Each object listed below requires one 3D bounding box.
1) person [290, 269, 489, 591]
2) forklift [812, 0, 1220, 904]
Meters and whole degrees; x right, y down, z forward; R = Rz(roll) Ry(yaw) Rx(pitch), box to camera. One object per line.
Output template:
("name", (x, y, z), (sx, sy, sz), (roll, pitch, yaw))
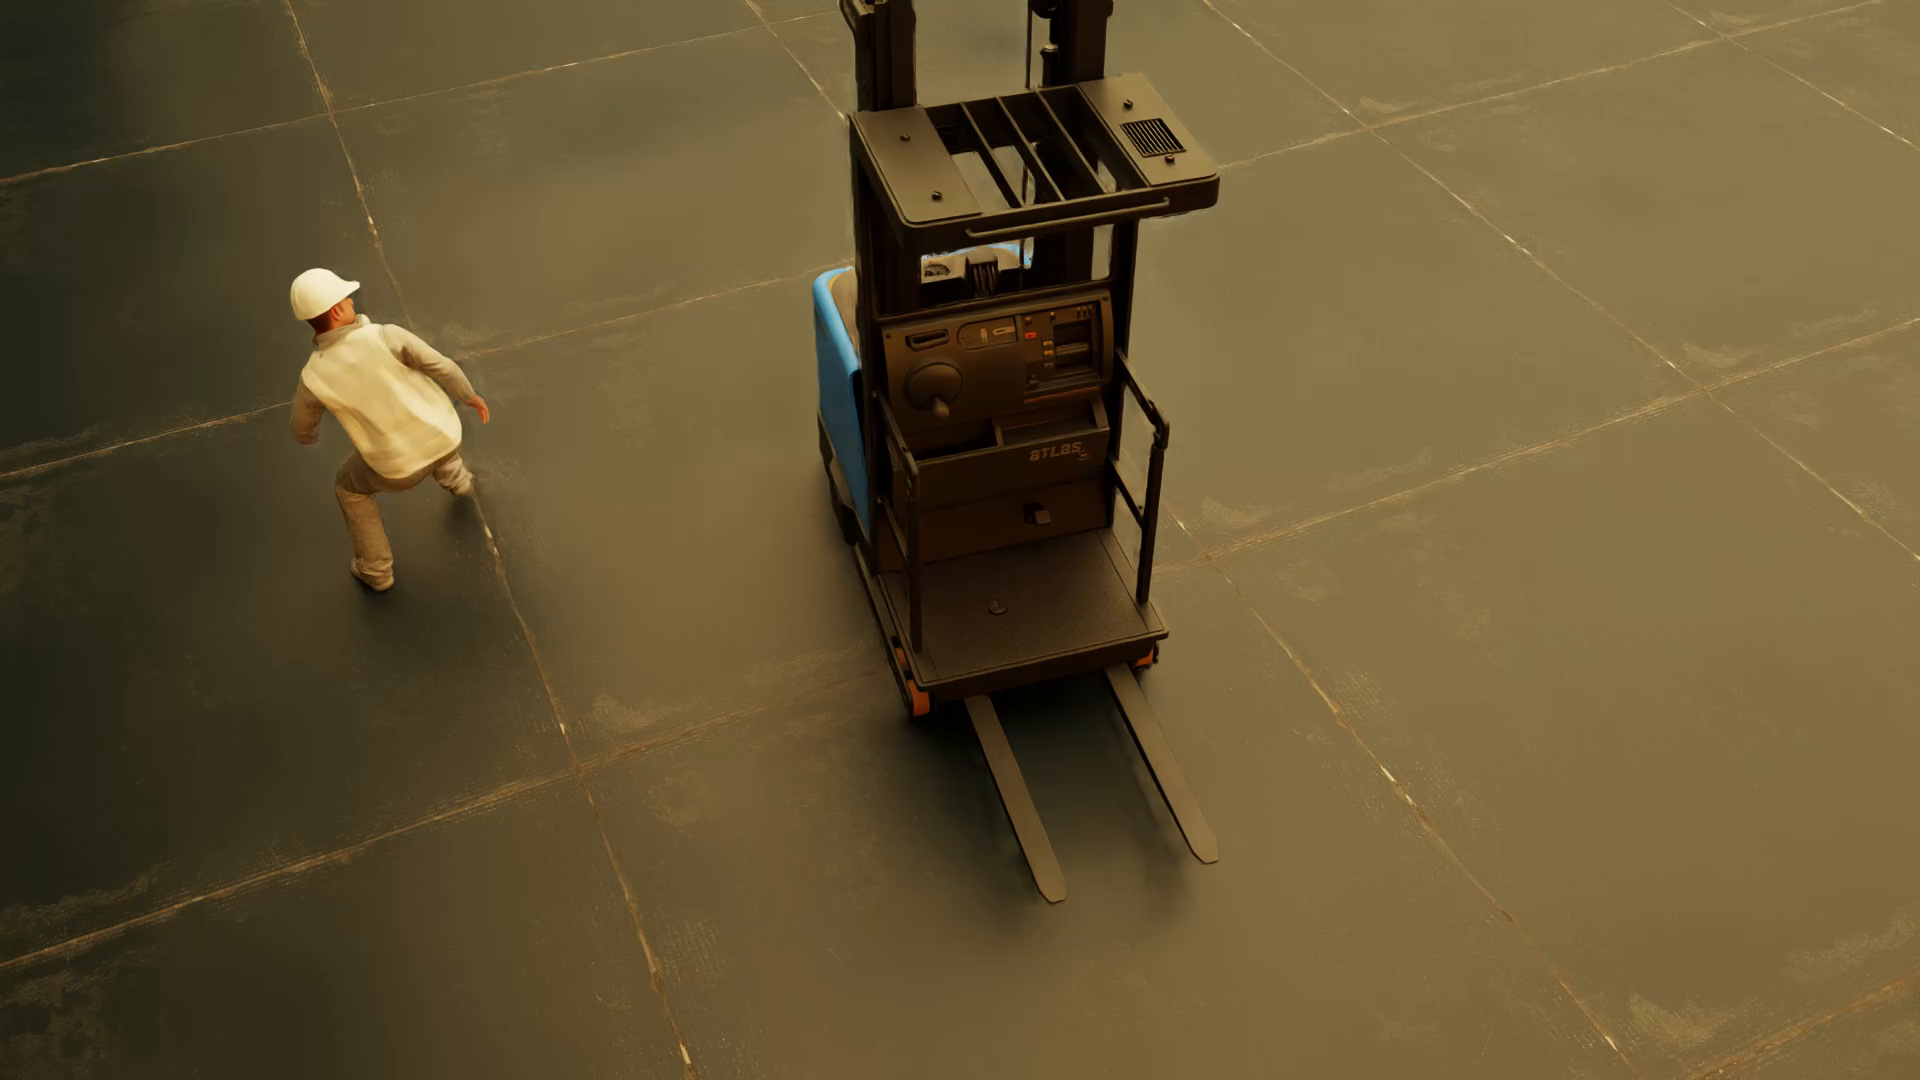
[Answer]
("person", (-2.520, -0.539, 7.322), (0.781, 1.541, 0.678), (-27, 49, -26))
("forklift", (0.218, -0.634, 6.360), (1.130, 2.935, 3.031), (-11, 44, -12))
